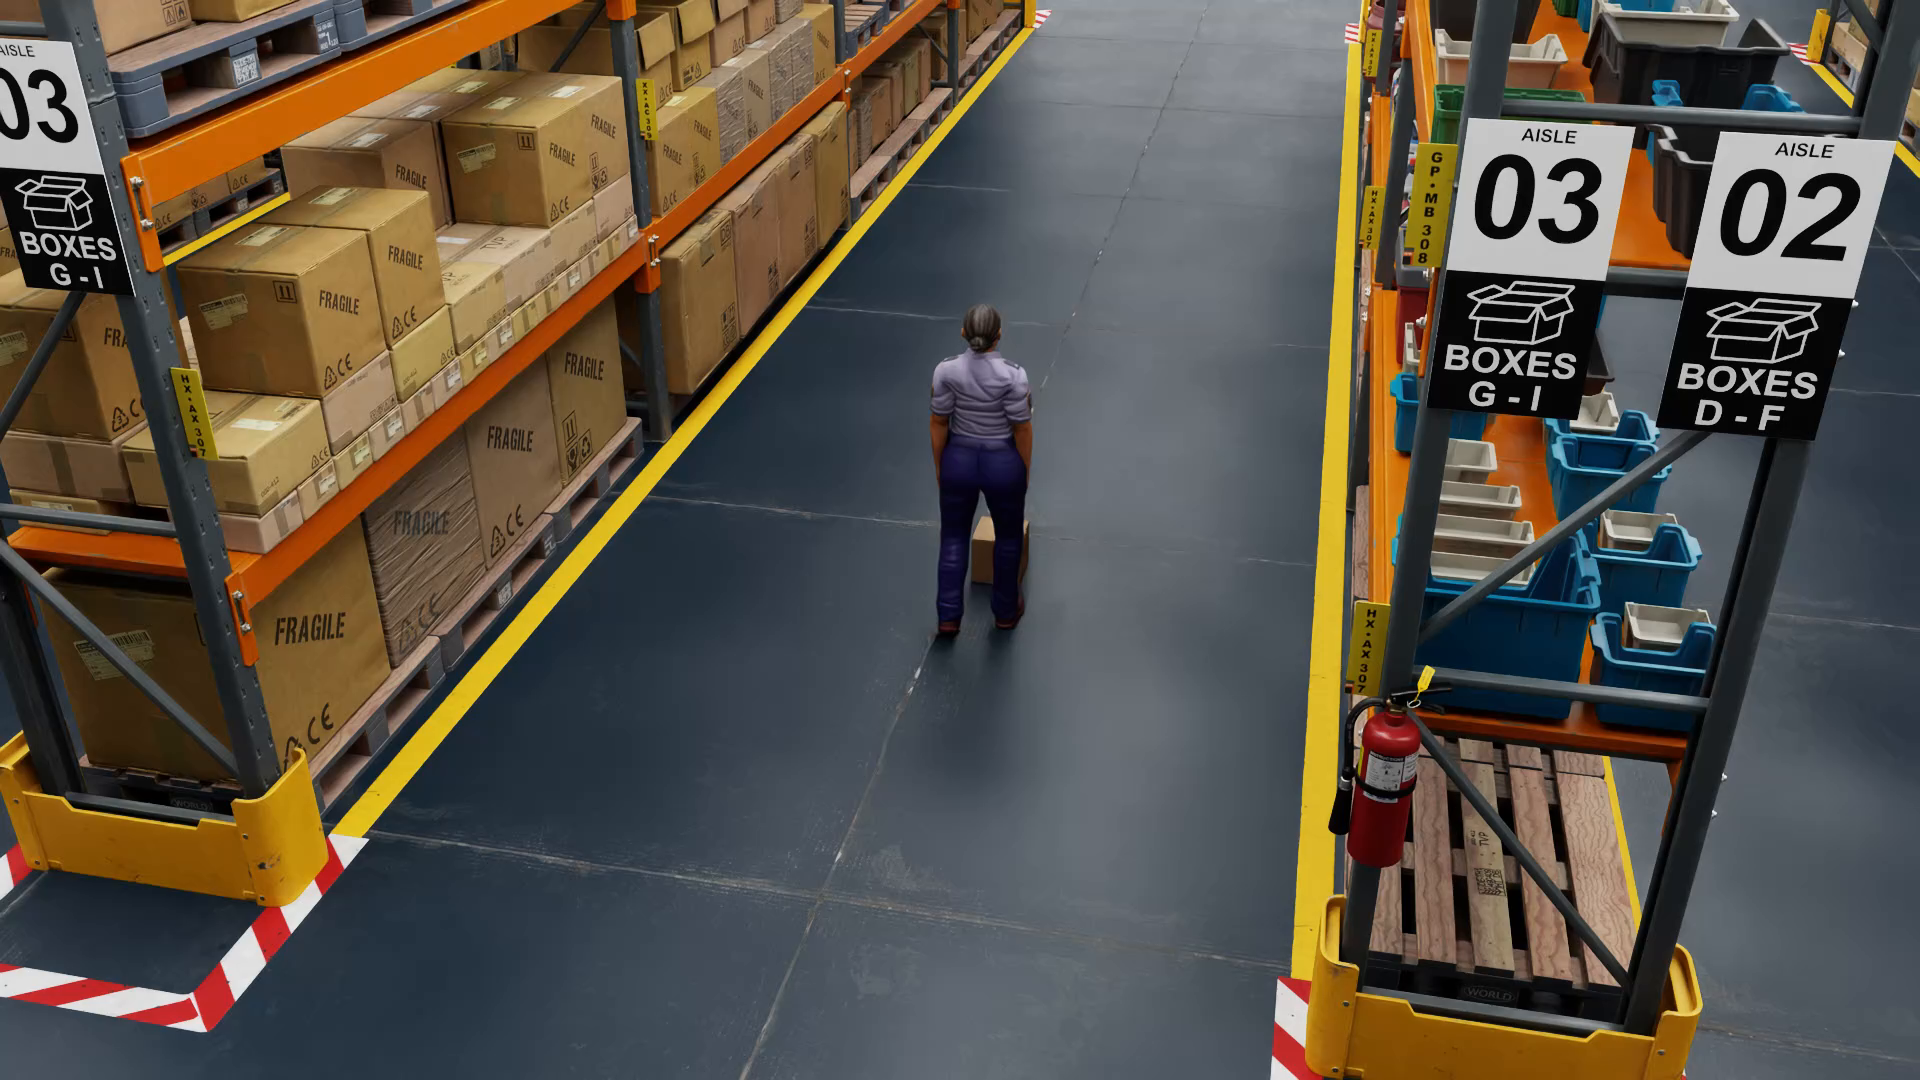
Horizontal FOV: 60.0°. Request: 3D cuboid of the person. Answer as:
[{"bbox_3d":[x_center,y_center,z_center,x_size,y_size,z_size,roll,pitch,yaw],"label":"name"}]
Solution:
[{"bbox_3d":[0.104,-0.306,7.751,0.473,1.672,0.436,6,30,12],"label":"person"}]
